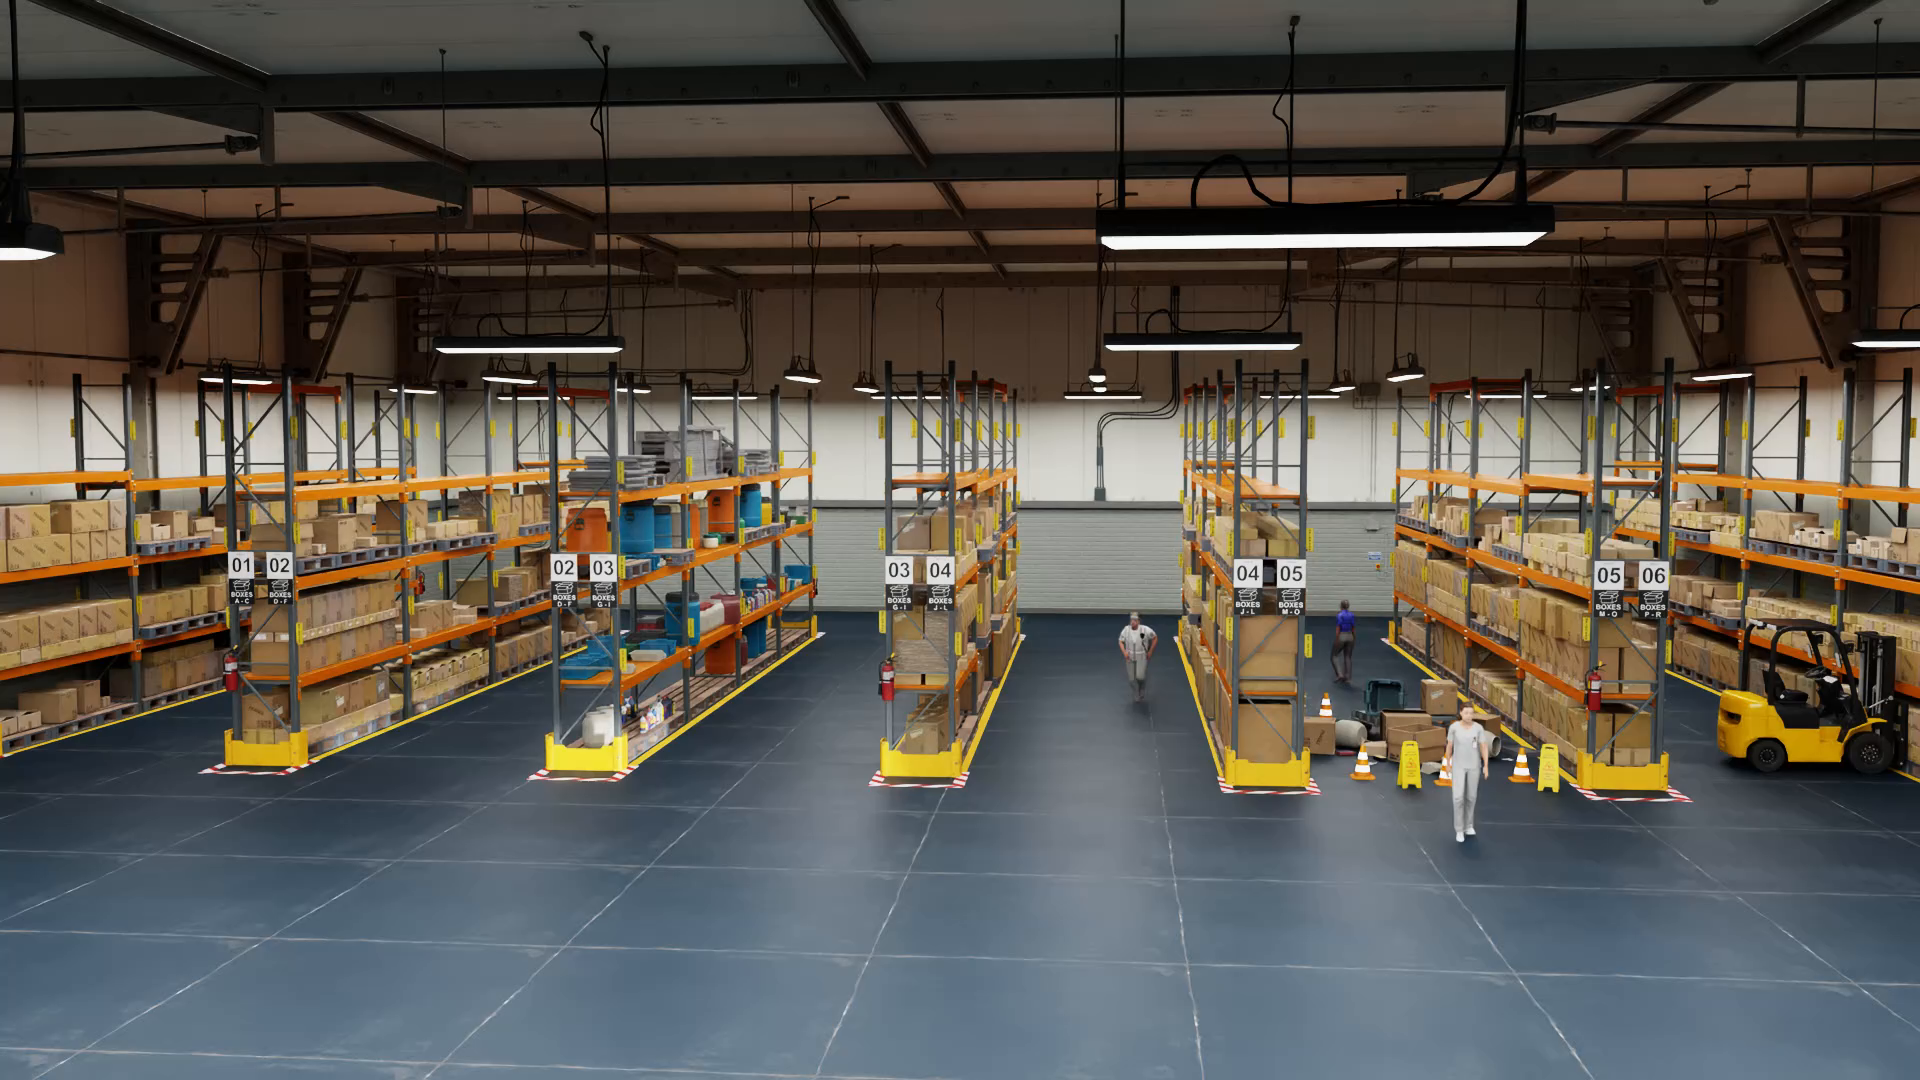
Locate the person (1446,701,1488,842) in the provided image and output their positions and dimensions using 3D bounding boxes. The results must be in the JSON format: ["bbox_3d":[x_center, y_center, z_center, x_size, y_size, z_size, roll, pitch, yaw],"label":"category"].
[{"bbox_3d":[6.238,2.838,20.449,0.485,1.725,0.537,1,4,8],"label":"person"}]

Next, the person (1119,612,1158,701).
[{"bbox_3d":[3.283,2.147,30.623,0.707,1.694,0.729,1,4,16],"label":"person"}]

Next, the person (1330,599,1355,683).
[{"bbox_3d":[7.623,2.012,33.055,0.505,1.679,0.383,-2,4,-24],"label":"person"}]
